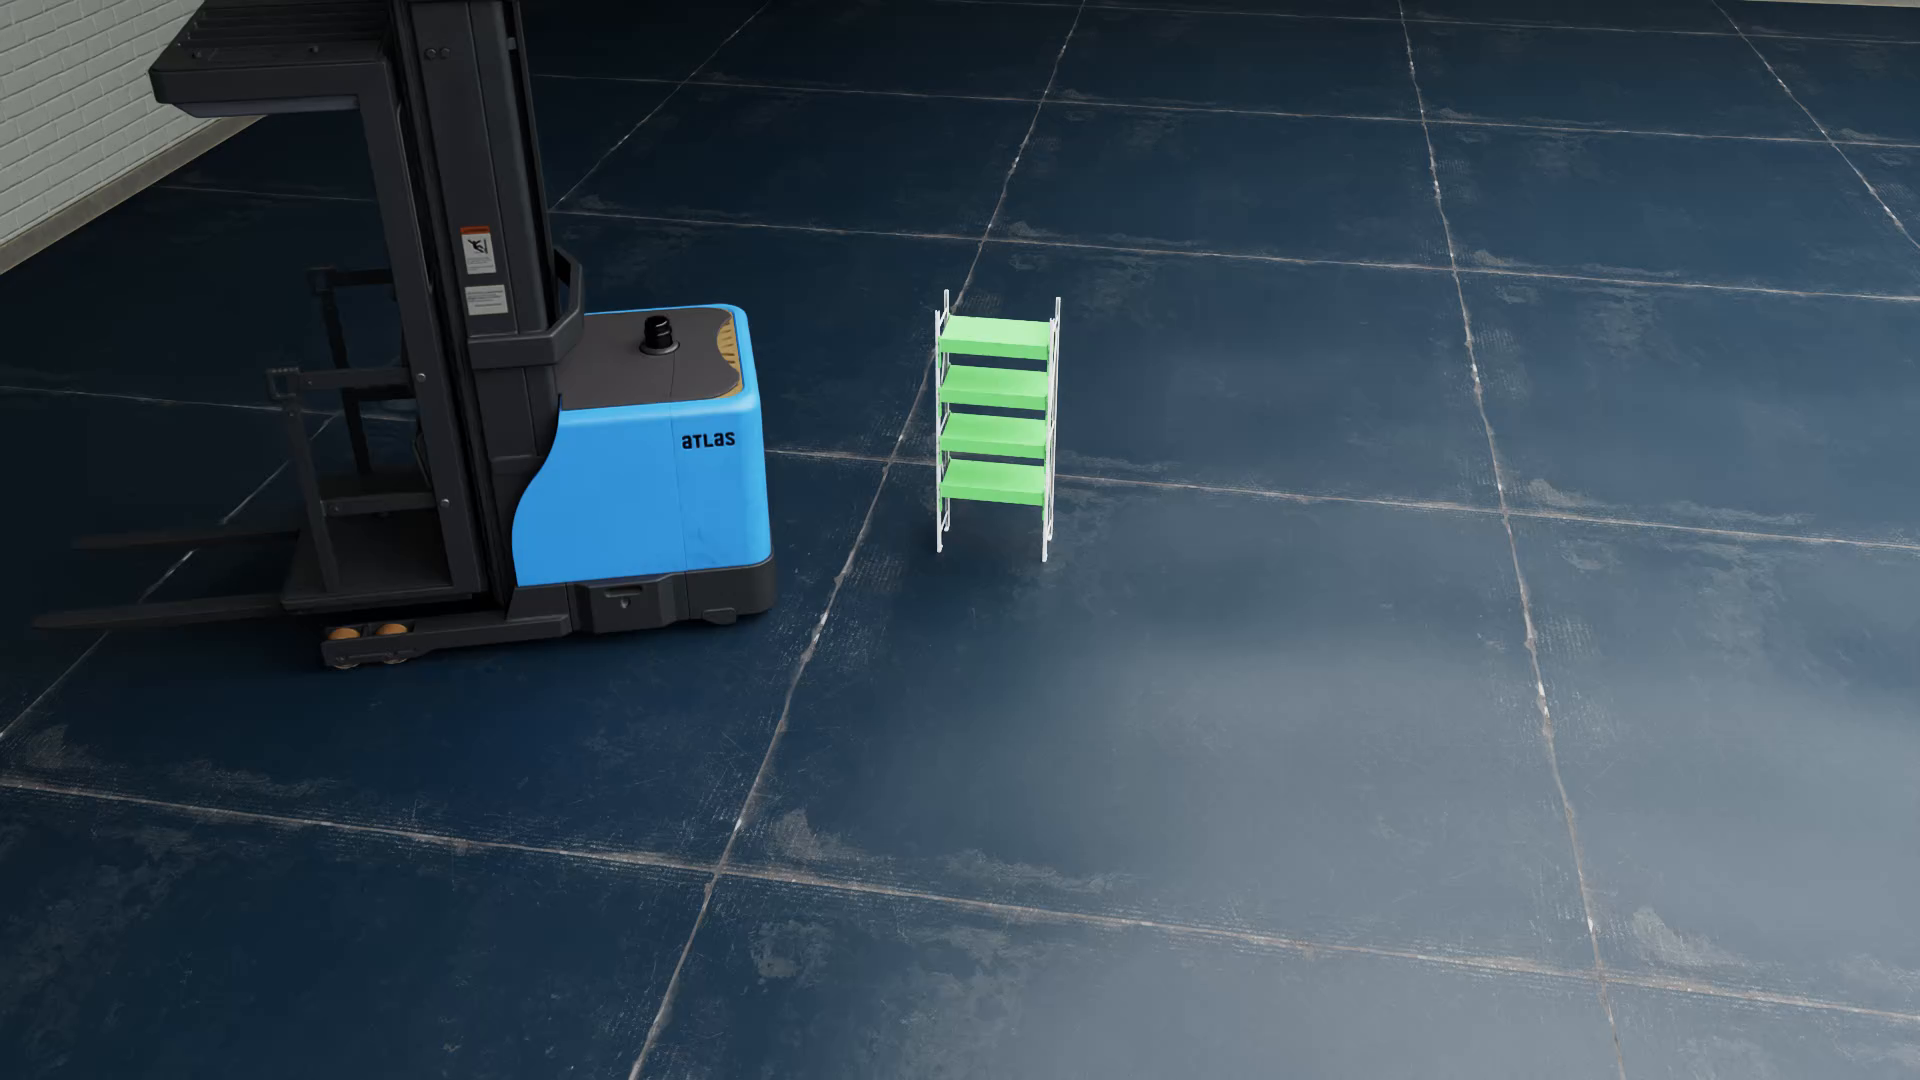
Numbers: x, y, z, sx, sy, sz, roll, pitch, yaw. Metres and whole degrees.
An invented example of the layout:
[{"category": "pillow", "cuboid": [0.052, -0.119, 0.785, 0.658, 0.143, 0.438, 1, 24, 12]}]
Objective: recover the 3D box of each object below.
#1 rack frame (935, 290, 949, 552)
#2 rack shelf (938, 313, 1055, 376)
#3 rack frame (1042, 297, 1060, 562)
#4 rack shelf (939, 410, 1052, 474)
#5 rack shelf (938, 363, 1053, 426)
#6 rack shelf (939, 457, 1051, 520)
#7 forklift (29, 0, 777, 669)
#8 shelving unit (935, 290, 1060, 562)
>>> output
[{"category": "rack frame", "cuboid": [-0.077, -0.516, 7.443, 0.015, 1.200, 0.240, 5, 32, 8]}, {"category": "rack shelf", "cuboid": [0.163, -0.847, 7.187, 0.480, 0.148, 0.258, 5, 32, 8]}, {"category": "rack frame", "cuboid": [0.404, -0.472, 7.373, 0.015, 1.200, 0.240, 5, 32, 8]}, {"category": "rack shelf", "cuboid": [0.163, -0.440, 7.442, 0.480, 0.148, 0.258, 5, 32, 8]}, {"category": "rack shelf", "cuboid": [0.163, -0.643, 7.315, 0.480, 0.148, 0.258, 5, 32, 8]}, {"category": "rack shelf", "cuboid": [0.163, -0.236, 7.569, 0.480, 0.148, 0.258, 5, 32, 8]}, {"category": "forklift", "cuboid": [-2.358, -1.012, 6.605, 3.031, 2.935, 1.130, -5, 32, -8]}, {"category": "shelving unit", "cuboid": [0.163, -0.494, 7.408, 0.503, 1.200, 0.258, 5, 32, 8]}]
